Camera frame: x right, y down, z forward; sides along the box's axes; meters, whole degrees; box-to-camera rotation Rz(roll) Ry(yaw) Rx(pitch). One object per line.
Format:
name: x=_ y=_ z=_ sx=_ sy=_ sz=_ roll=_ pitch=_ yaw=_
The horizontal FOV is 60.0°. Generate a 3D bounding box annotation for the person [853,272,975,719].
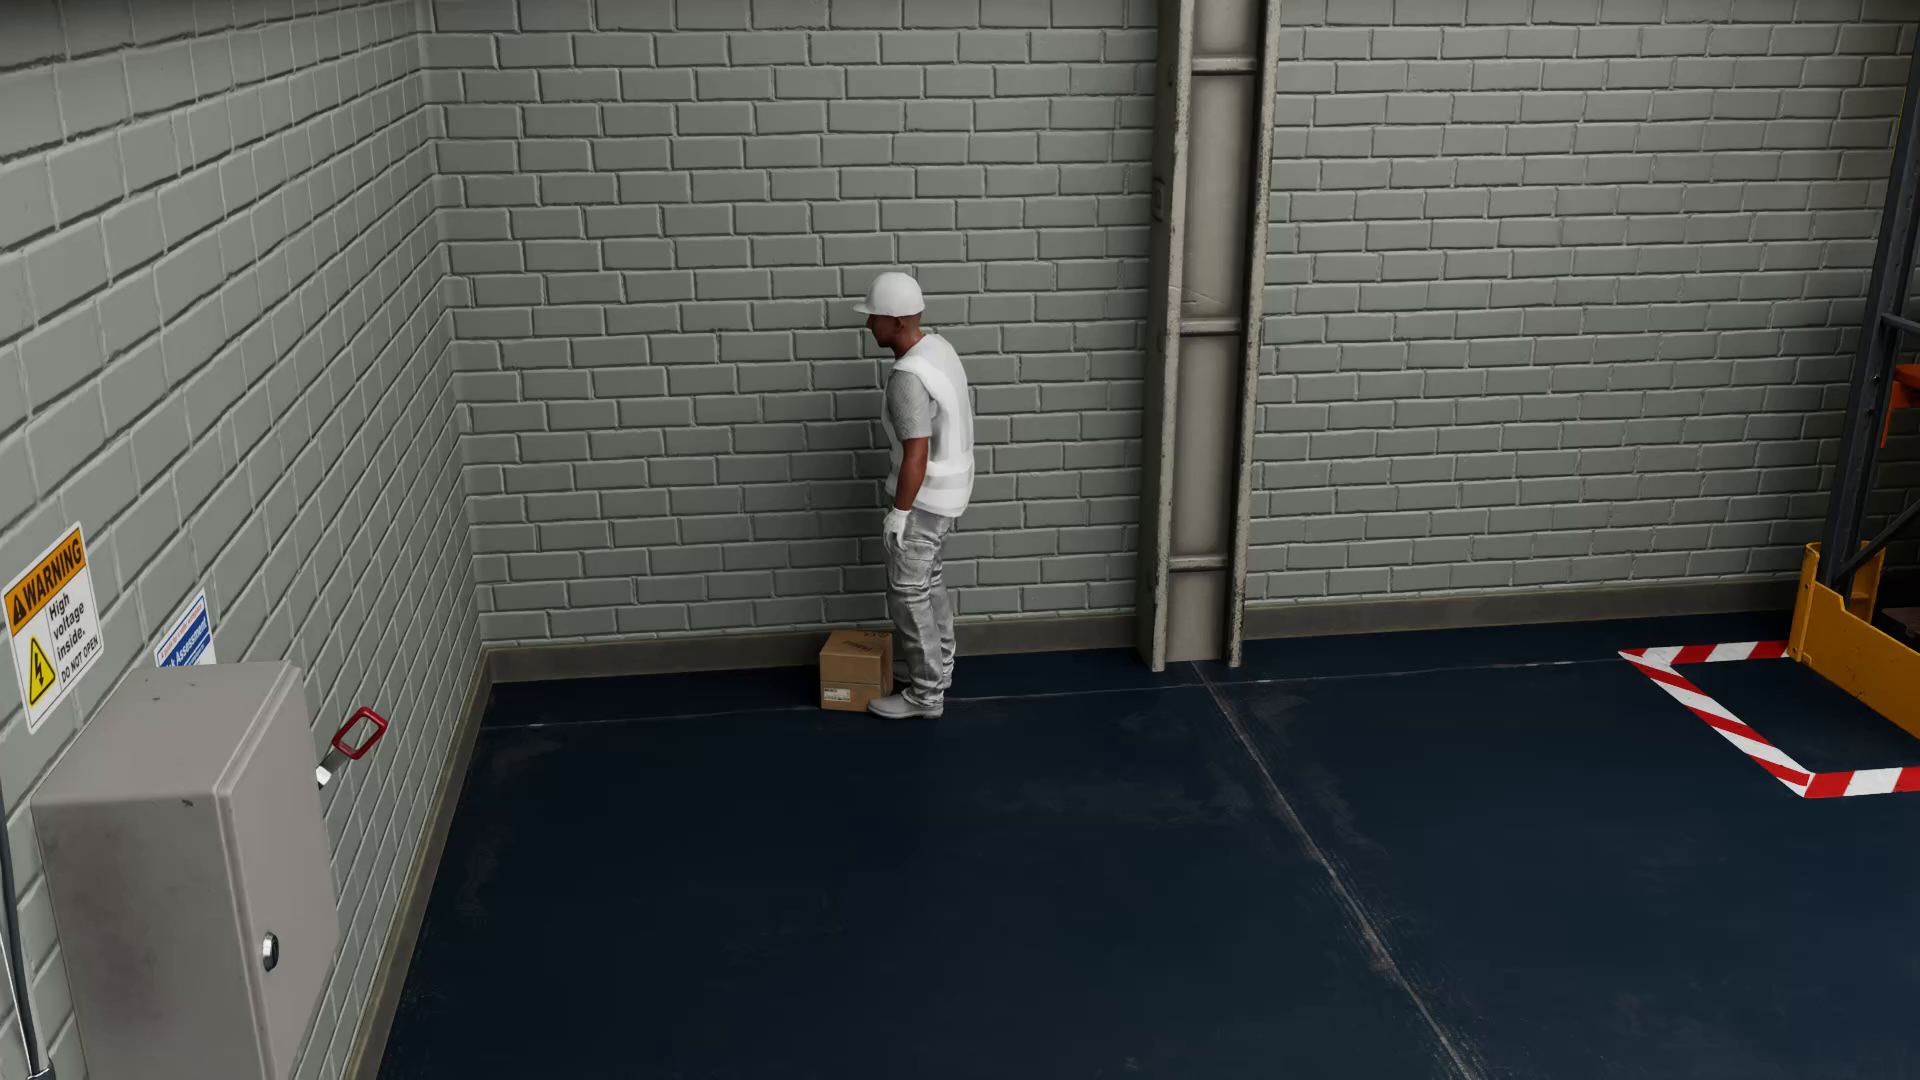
person: x=-0.176 y=-0.172 z=6.535 sx=0.451 sy=1.773 sz=0.613 roll=4 pitch=20 yaw=10
